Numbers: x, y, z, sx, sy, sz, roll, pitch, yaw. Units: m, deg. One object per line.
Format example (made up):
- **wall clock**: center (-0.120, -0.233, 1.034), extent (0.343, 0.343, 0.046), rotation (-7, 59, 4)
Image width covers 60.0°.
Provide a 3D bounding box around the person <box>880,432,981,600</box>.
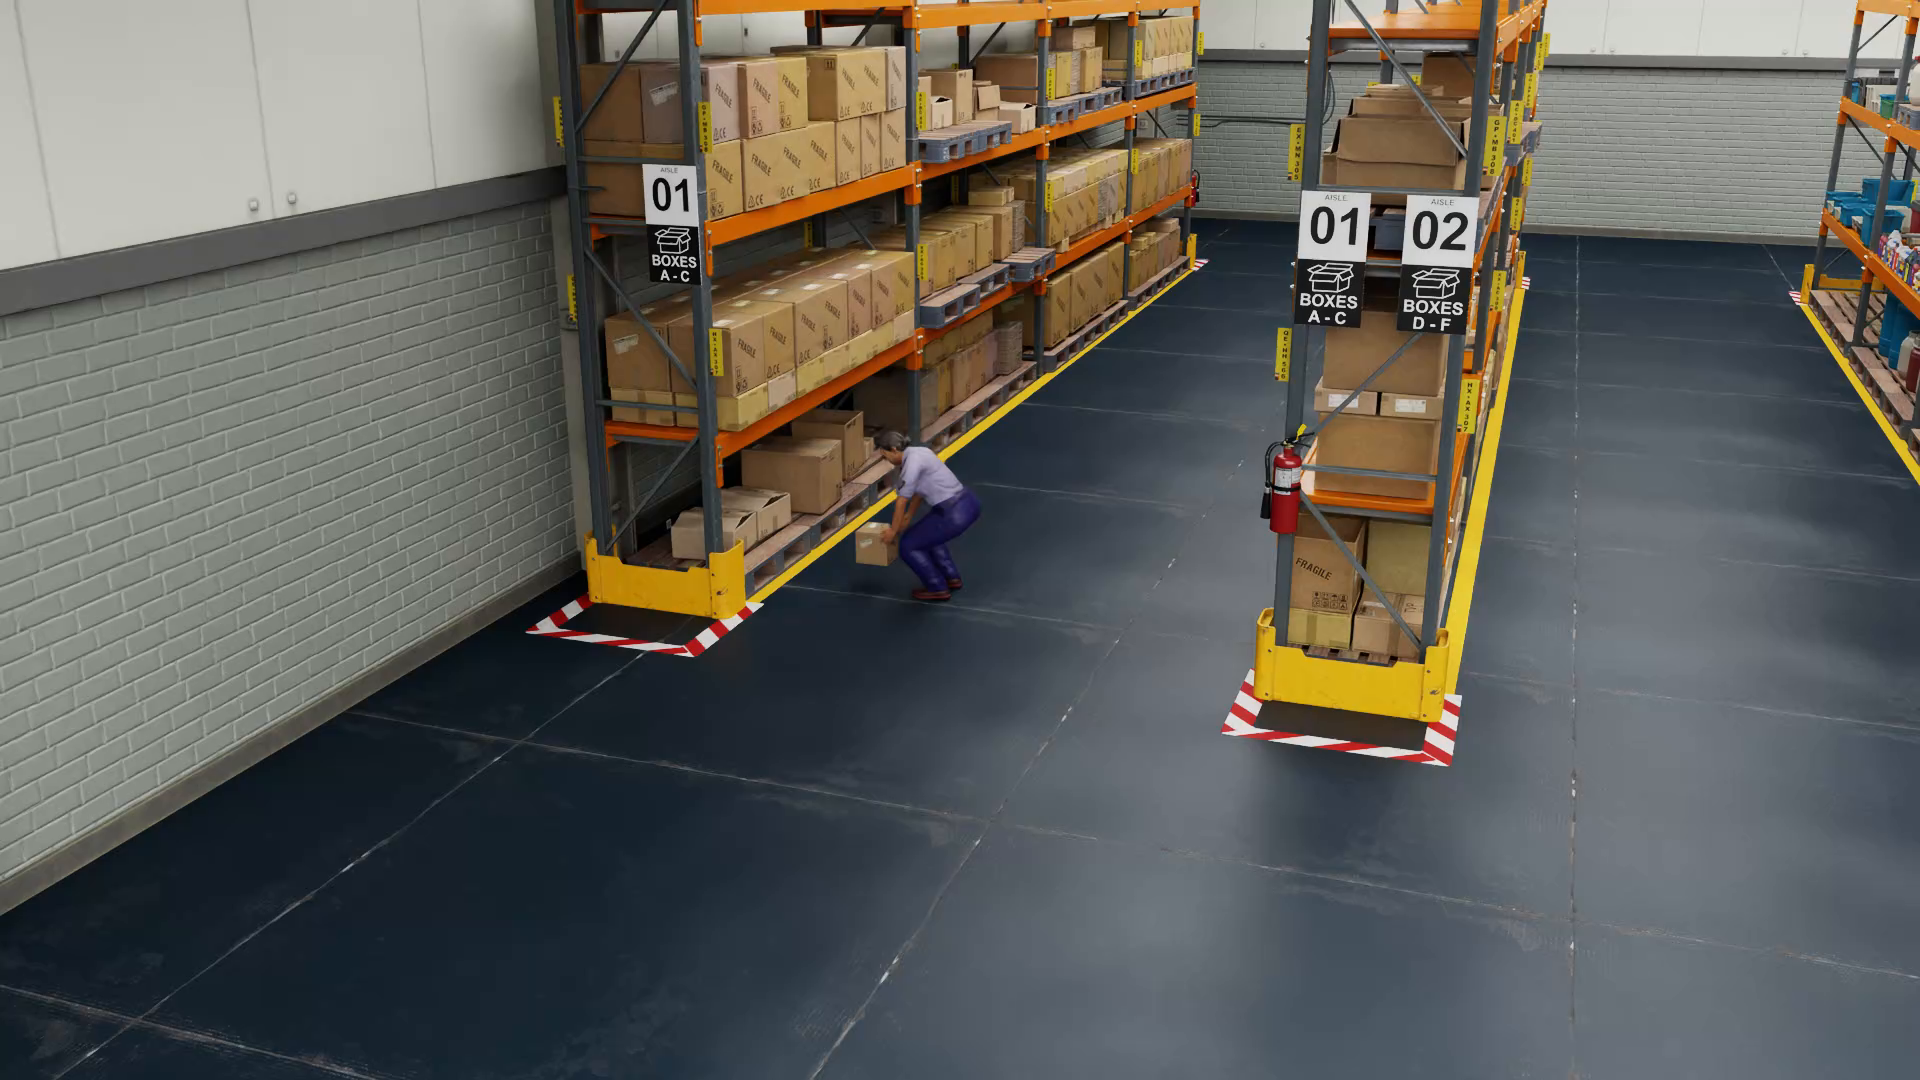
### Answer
- **person**: center (-0.231, -0.185, 12.291), extent (0.727, 1.230, 0.540), rotation (6, 20, 18)
